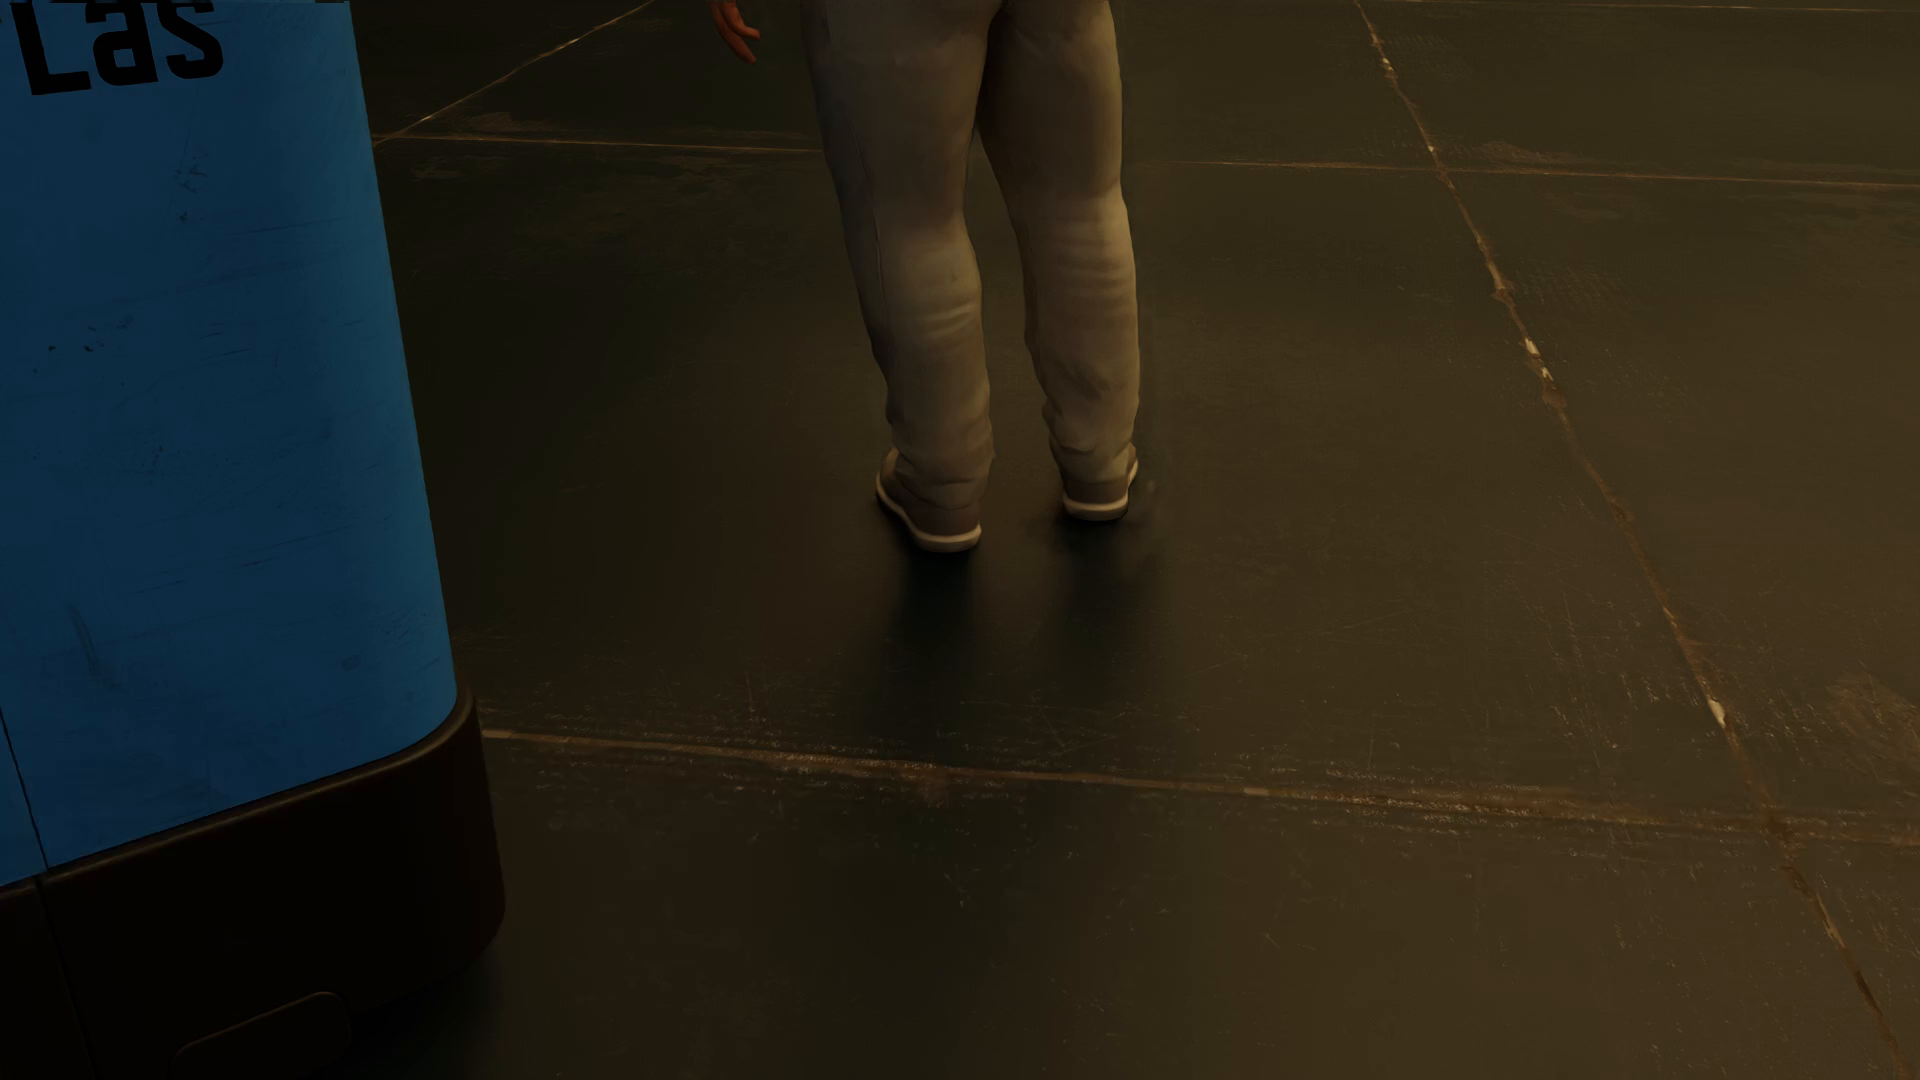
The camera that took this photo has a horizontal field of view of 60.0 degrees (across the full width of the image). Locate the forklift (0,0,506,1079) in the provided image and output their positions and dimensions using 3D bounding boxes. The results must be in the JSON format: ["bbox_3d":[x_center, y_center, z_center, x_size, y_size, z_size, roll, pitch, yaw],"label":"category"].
[{"bbox_3d":[-1.934,-0.663,0.545,3.031,2.935,1.130,-18,32,-32],"label":"forklift"}]

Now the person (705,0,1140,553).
[{"bbox_3d":[0.012,-0.819,2.155,0.748,1.781,0.428,-19,32,-33],"label":"person"}]
